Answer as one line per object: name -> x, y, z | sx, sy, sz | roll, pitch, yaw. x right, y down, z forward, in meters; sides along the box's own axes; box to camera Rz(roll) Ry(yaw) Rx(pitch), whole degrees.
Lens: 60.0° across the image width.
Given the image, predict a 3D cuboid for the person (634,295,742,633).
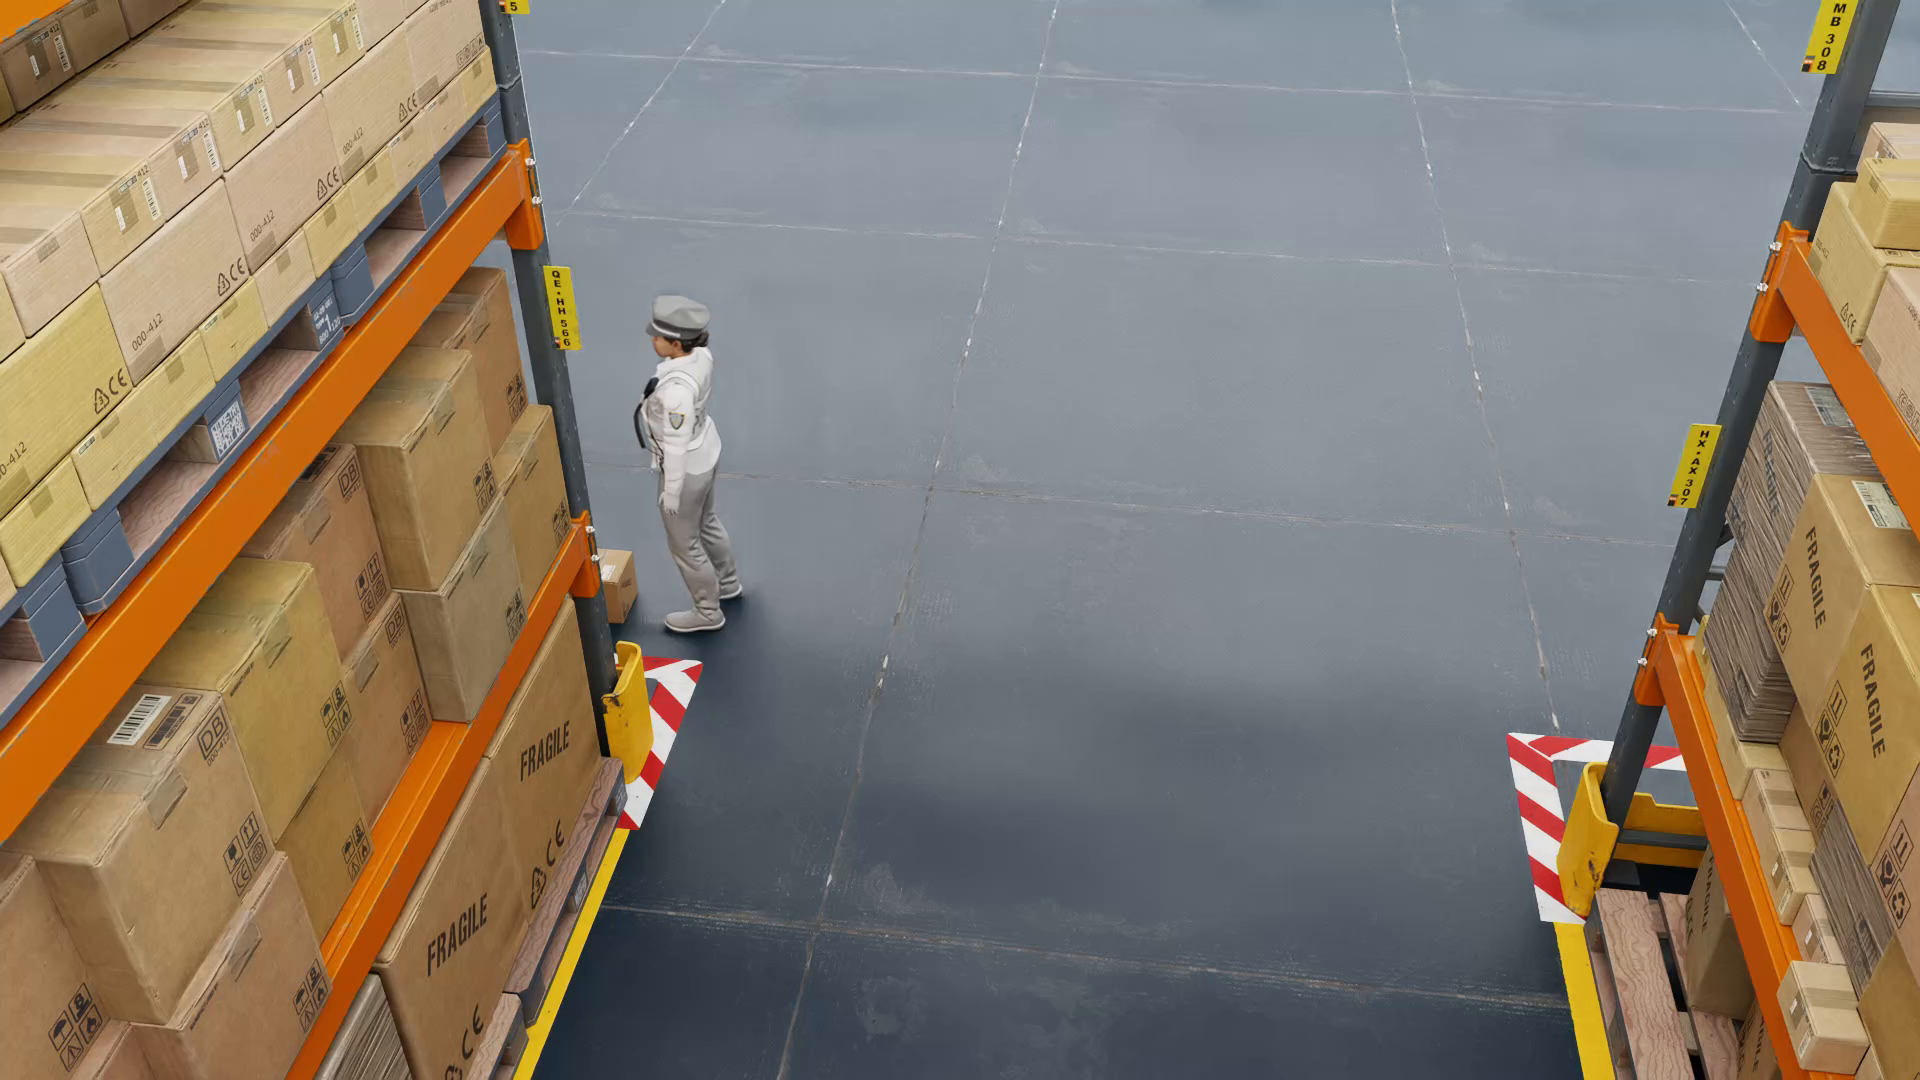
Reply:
person -> -1.230, -0.317, 7.474 | 0.344, 1.702, 0.465 | 3, 36, 4
